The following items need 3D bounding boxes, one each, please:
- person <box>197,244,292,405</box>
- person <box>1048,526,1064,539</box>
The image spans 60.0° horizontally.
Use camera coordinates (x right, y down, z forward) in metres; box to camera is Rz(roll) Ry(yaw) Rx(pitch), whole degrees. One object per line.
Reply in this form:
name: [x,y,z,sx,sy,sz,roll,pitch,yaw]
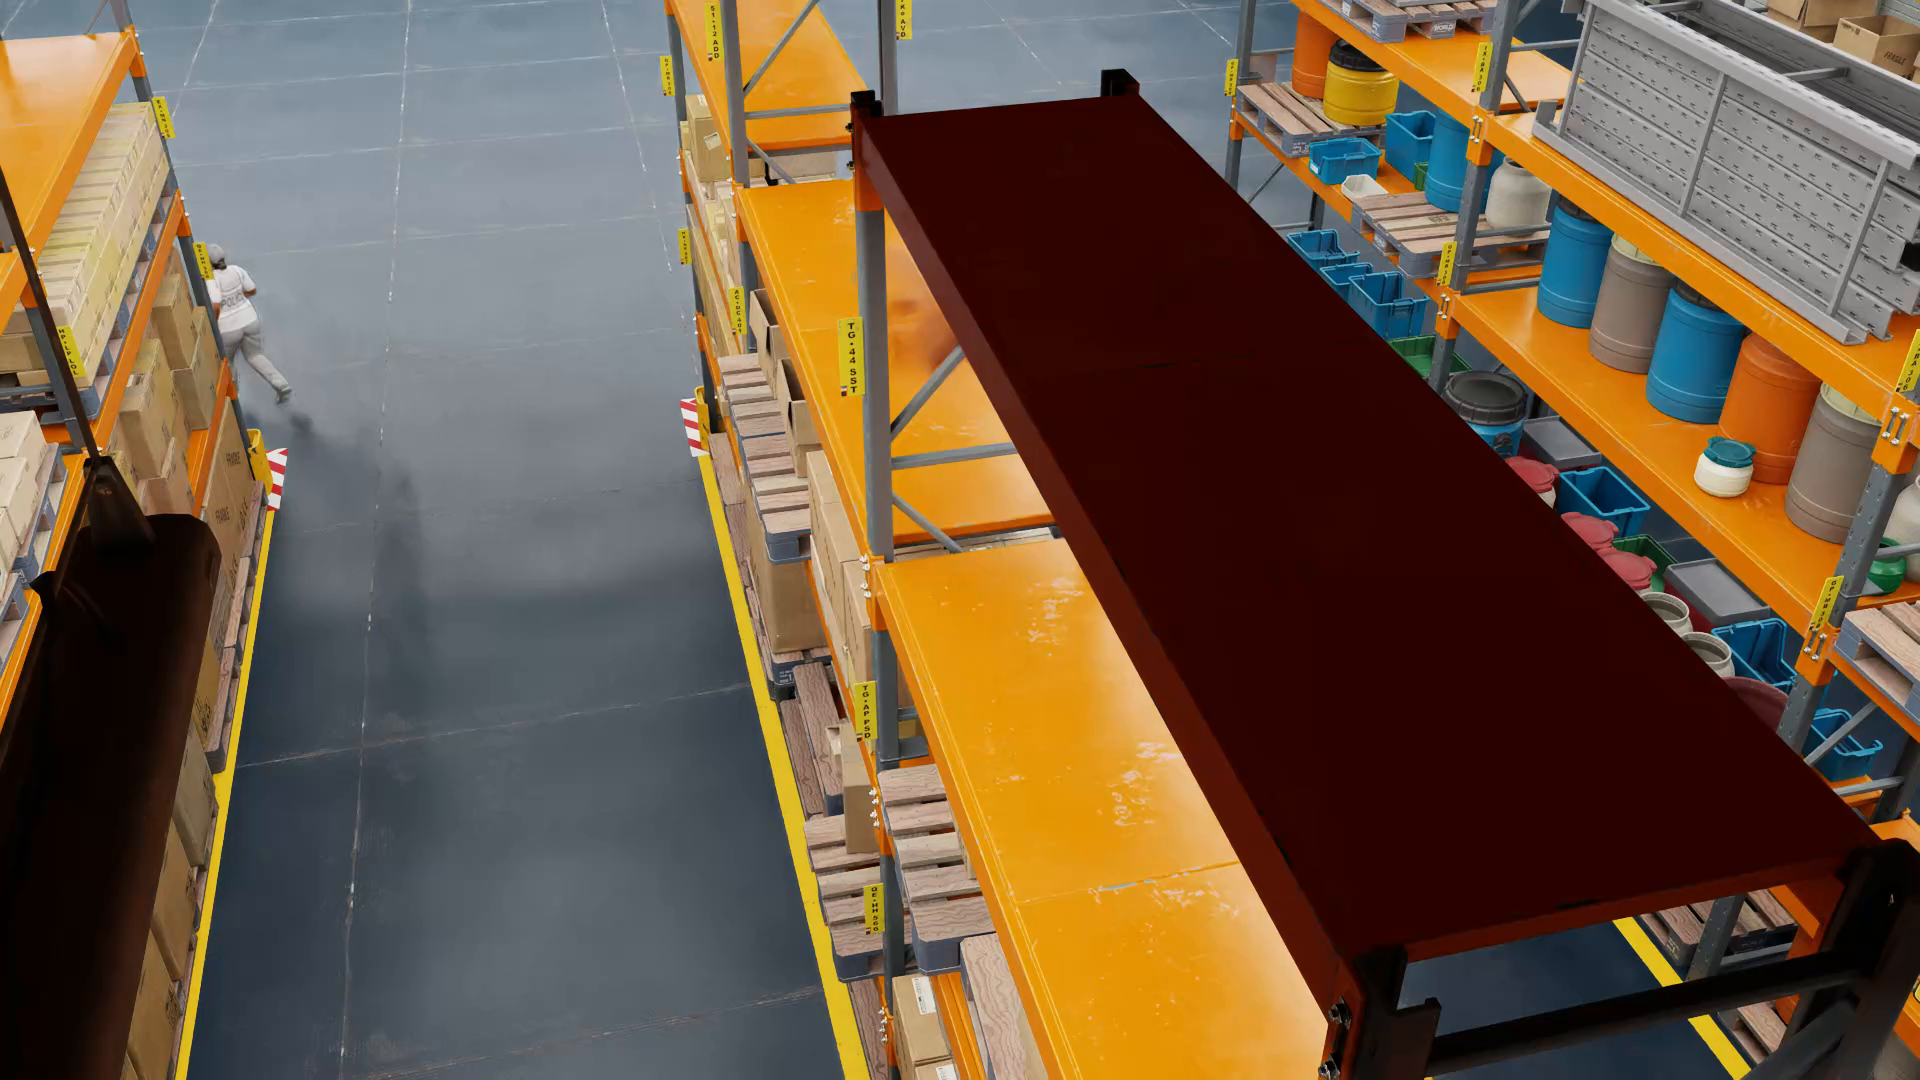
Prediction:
person: [-6.747,-1.973,15.479,0.939,1.665,0.615,19,39,26]
person: [0.887,-0.172,12.854,0.592,1.734,0.684,-13,37,-19]
